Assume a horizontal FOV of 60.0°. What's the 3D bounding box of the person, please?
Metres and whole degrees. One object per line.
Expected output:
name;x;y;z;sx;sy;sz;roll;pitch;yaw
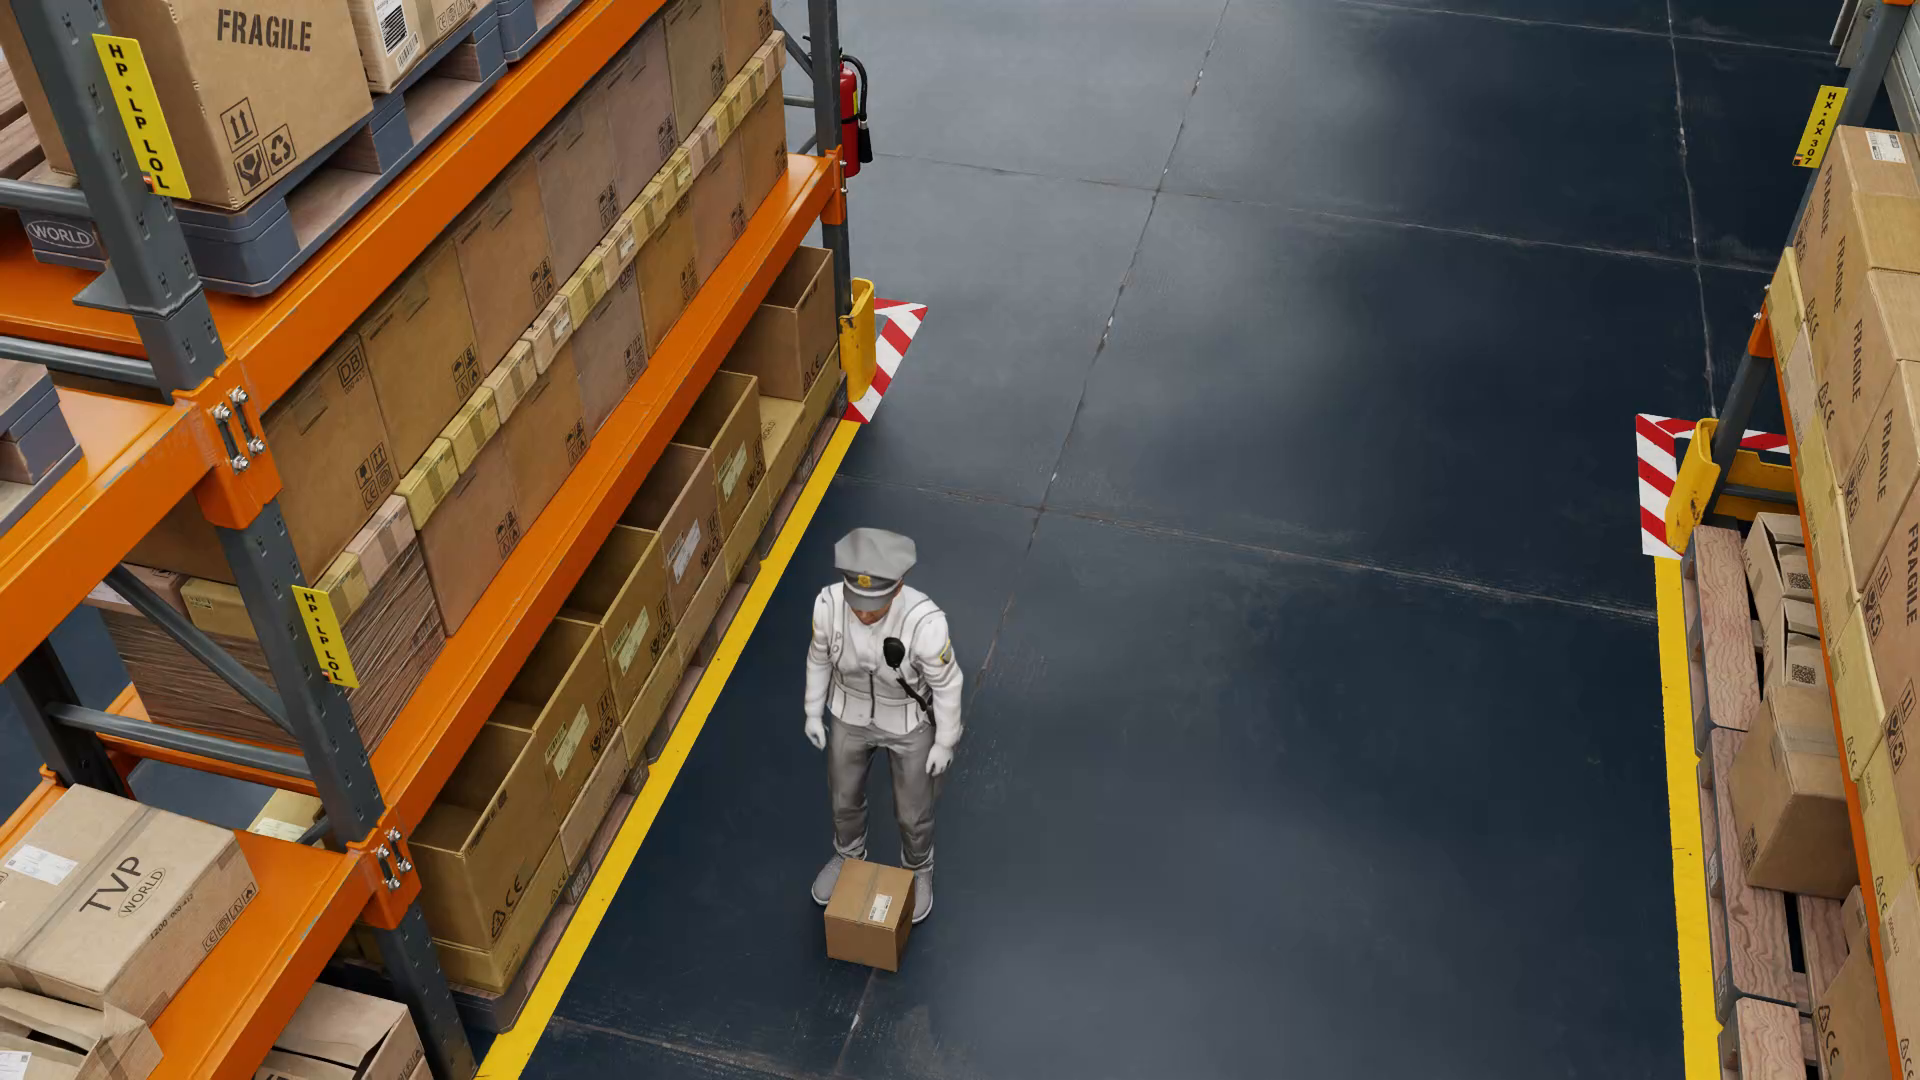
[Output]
person;-0.256;0.609;5.462;0.529;1.663;0.373;11;42;12
